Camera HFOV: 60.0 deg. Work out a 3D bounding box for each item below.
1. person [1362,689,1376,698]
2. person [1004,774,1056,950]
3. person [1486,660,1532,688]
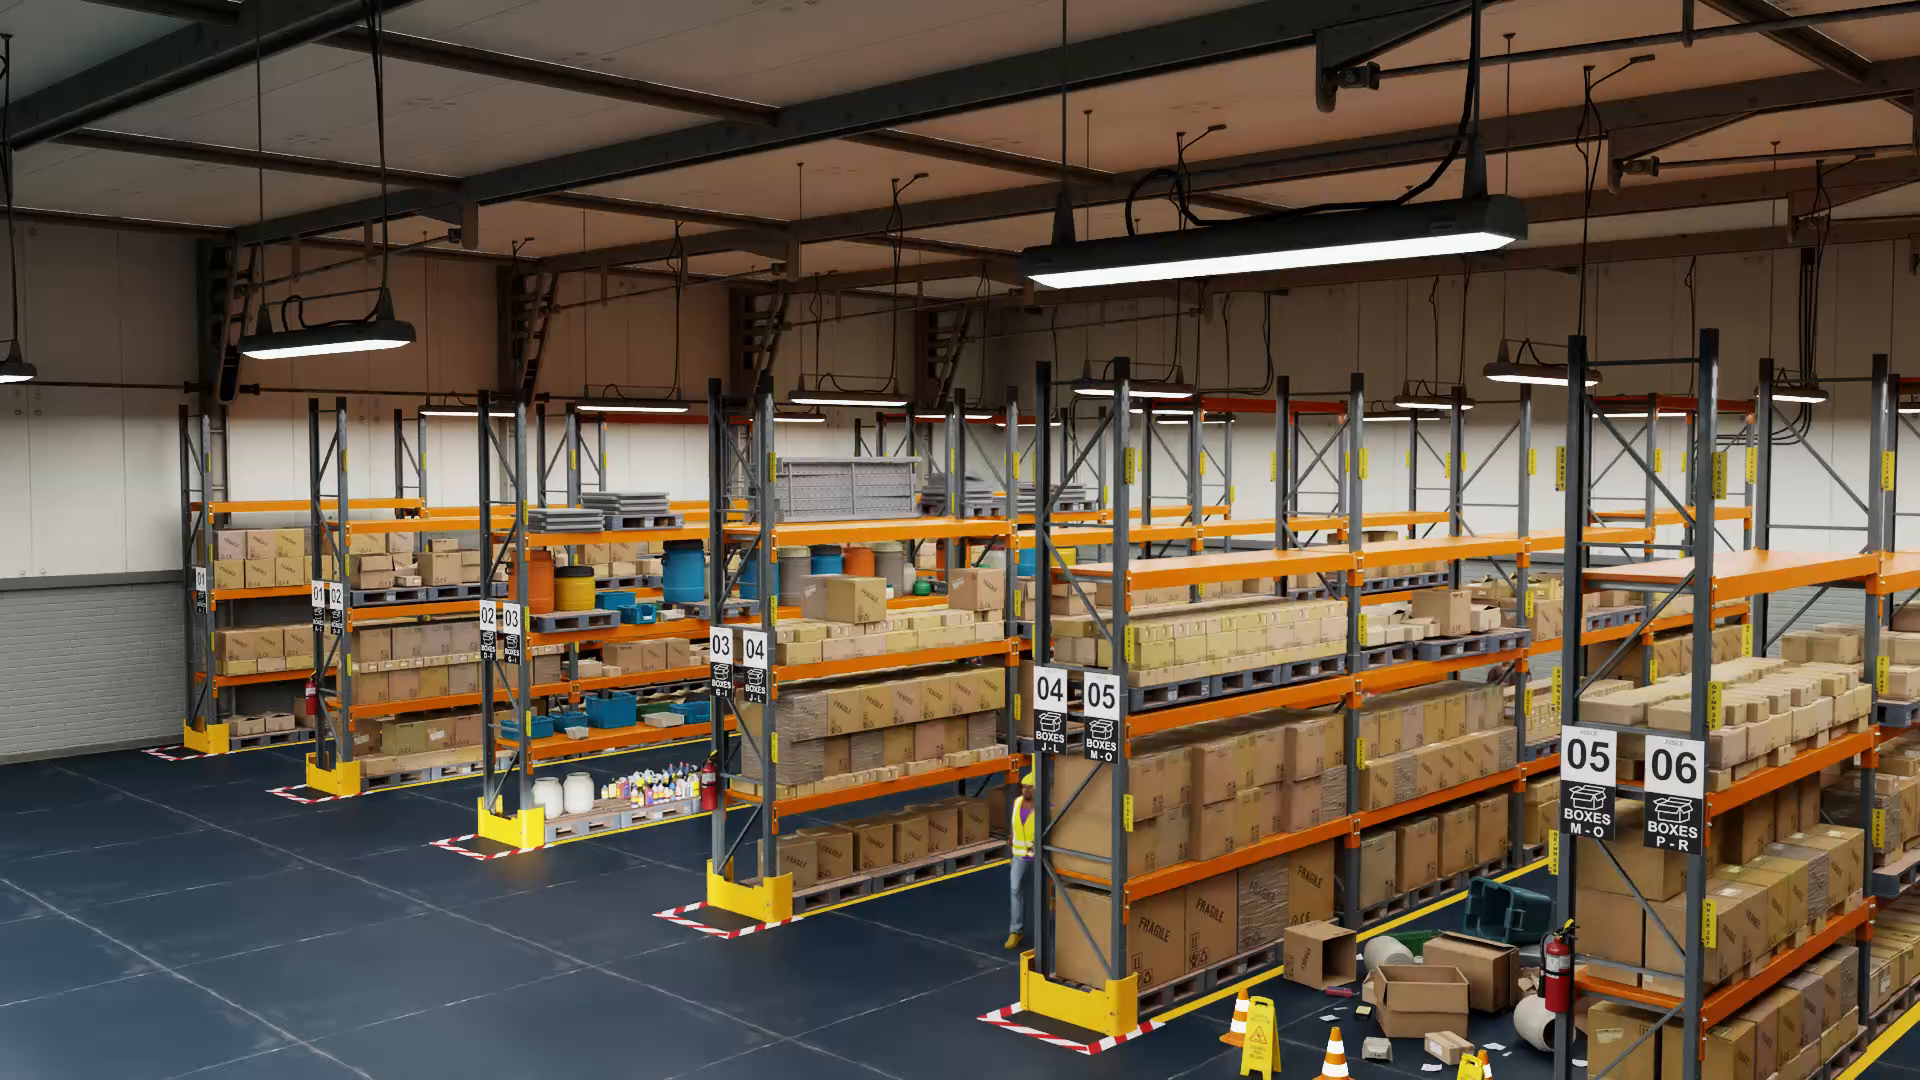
[{"bbox_3d":[6.108,2.940,25.342,0.639,1.759,0.605,3,4,41],"label":"person"},{"bbox_3d":[0.792,3.364,17.727,0.667,1.764,1.141,1,3,22],"label":"person"},{"bbox_3d":[9.468,2.791,28.709,0.714,1.810,0.948,2,4,33],"label":"person"}]
